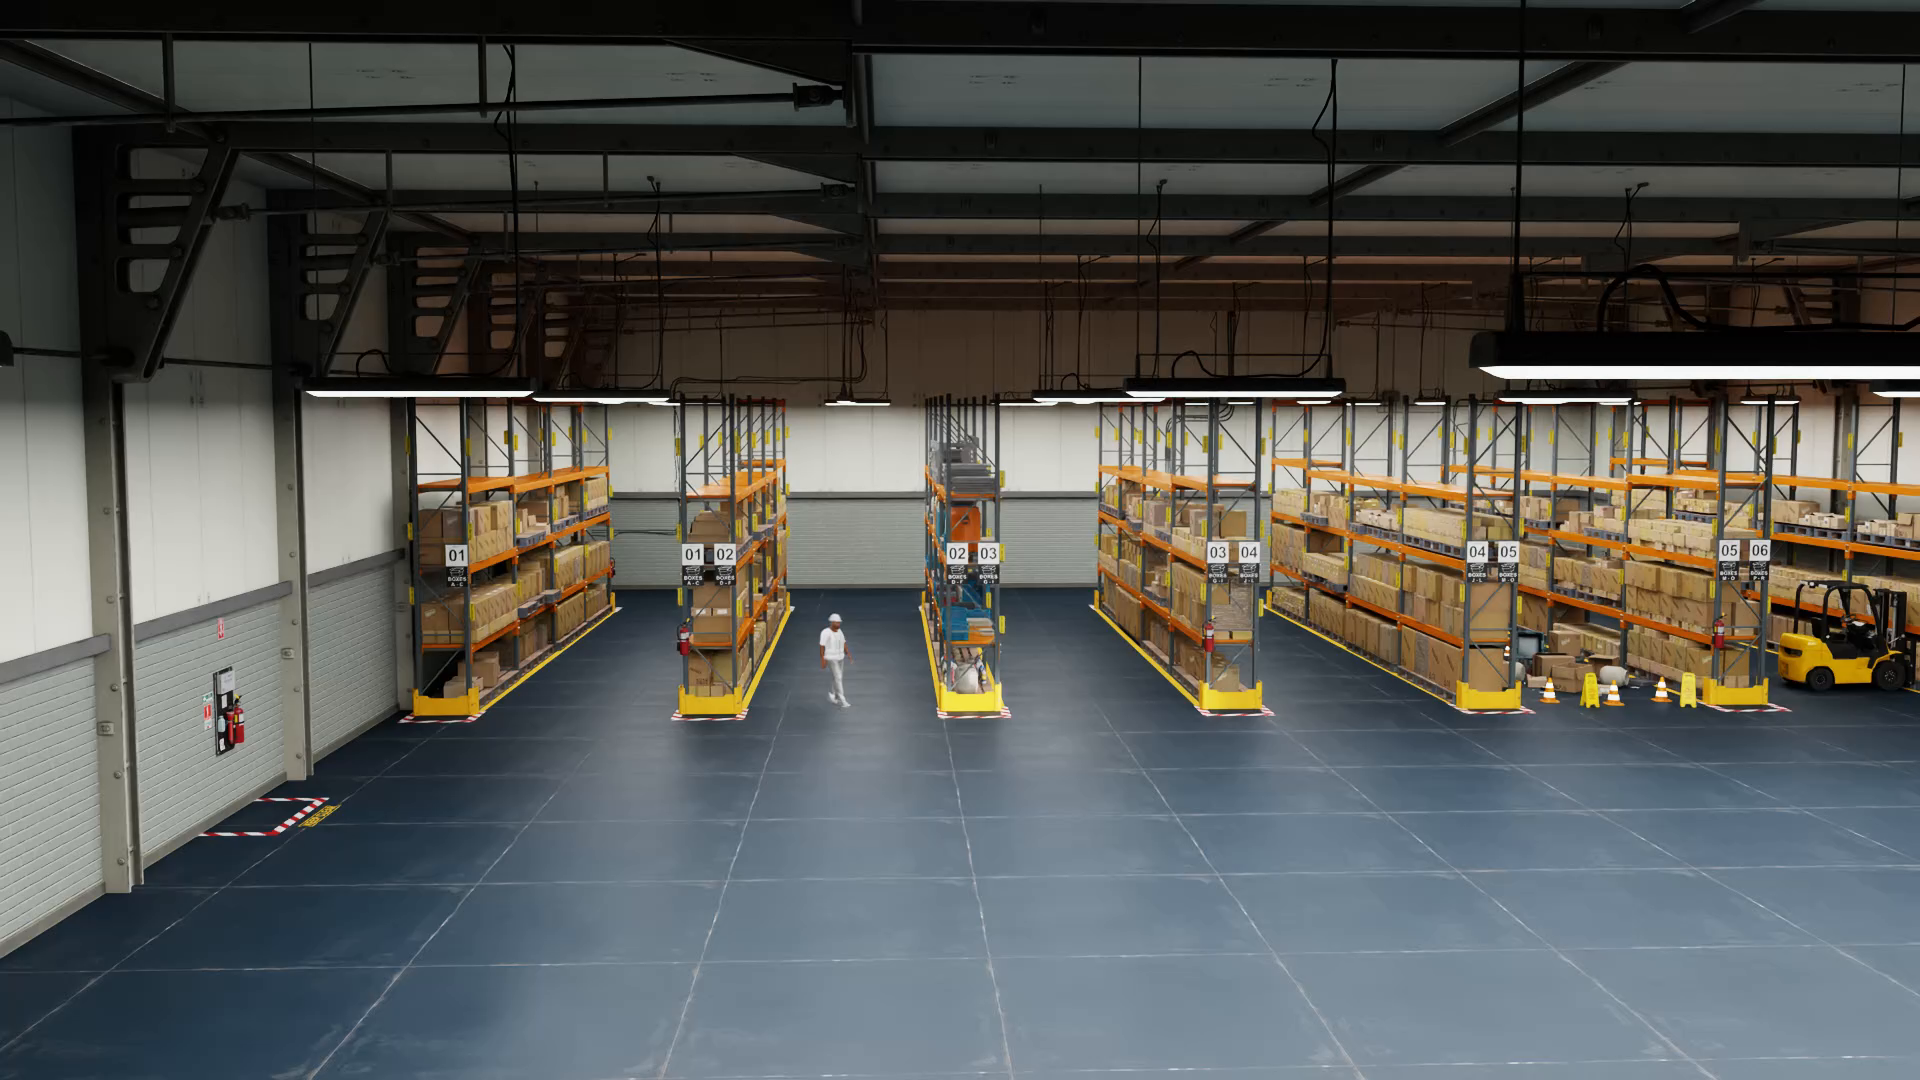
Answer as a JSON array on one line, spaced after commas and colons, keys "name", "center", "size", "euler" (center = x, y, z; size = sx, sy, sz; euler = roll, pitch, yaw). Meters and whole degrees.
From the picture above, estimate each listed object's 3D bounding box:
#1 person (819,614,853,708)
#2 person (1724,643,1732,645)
[{"name": "person", "center": [-2.334, 2.325, 32.200], "size": [0.796, 1.764, 0.599], "euler": [3, 6, 36]}, {"name": "person", "center": [16.817, 2.008, 36.595], "size": [0.497, 1.656, 0.470], "euler": [0, 5, 2]}]
